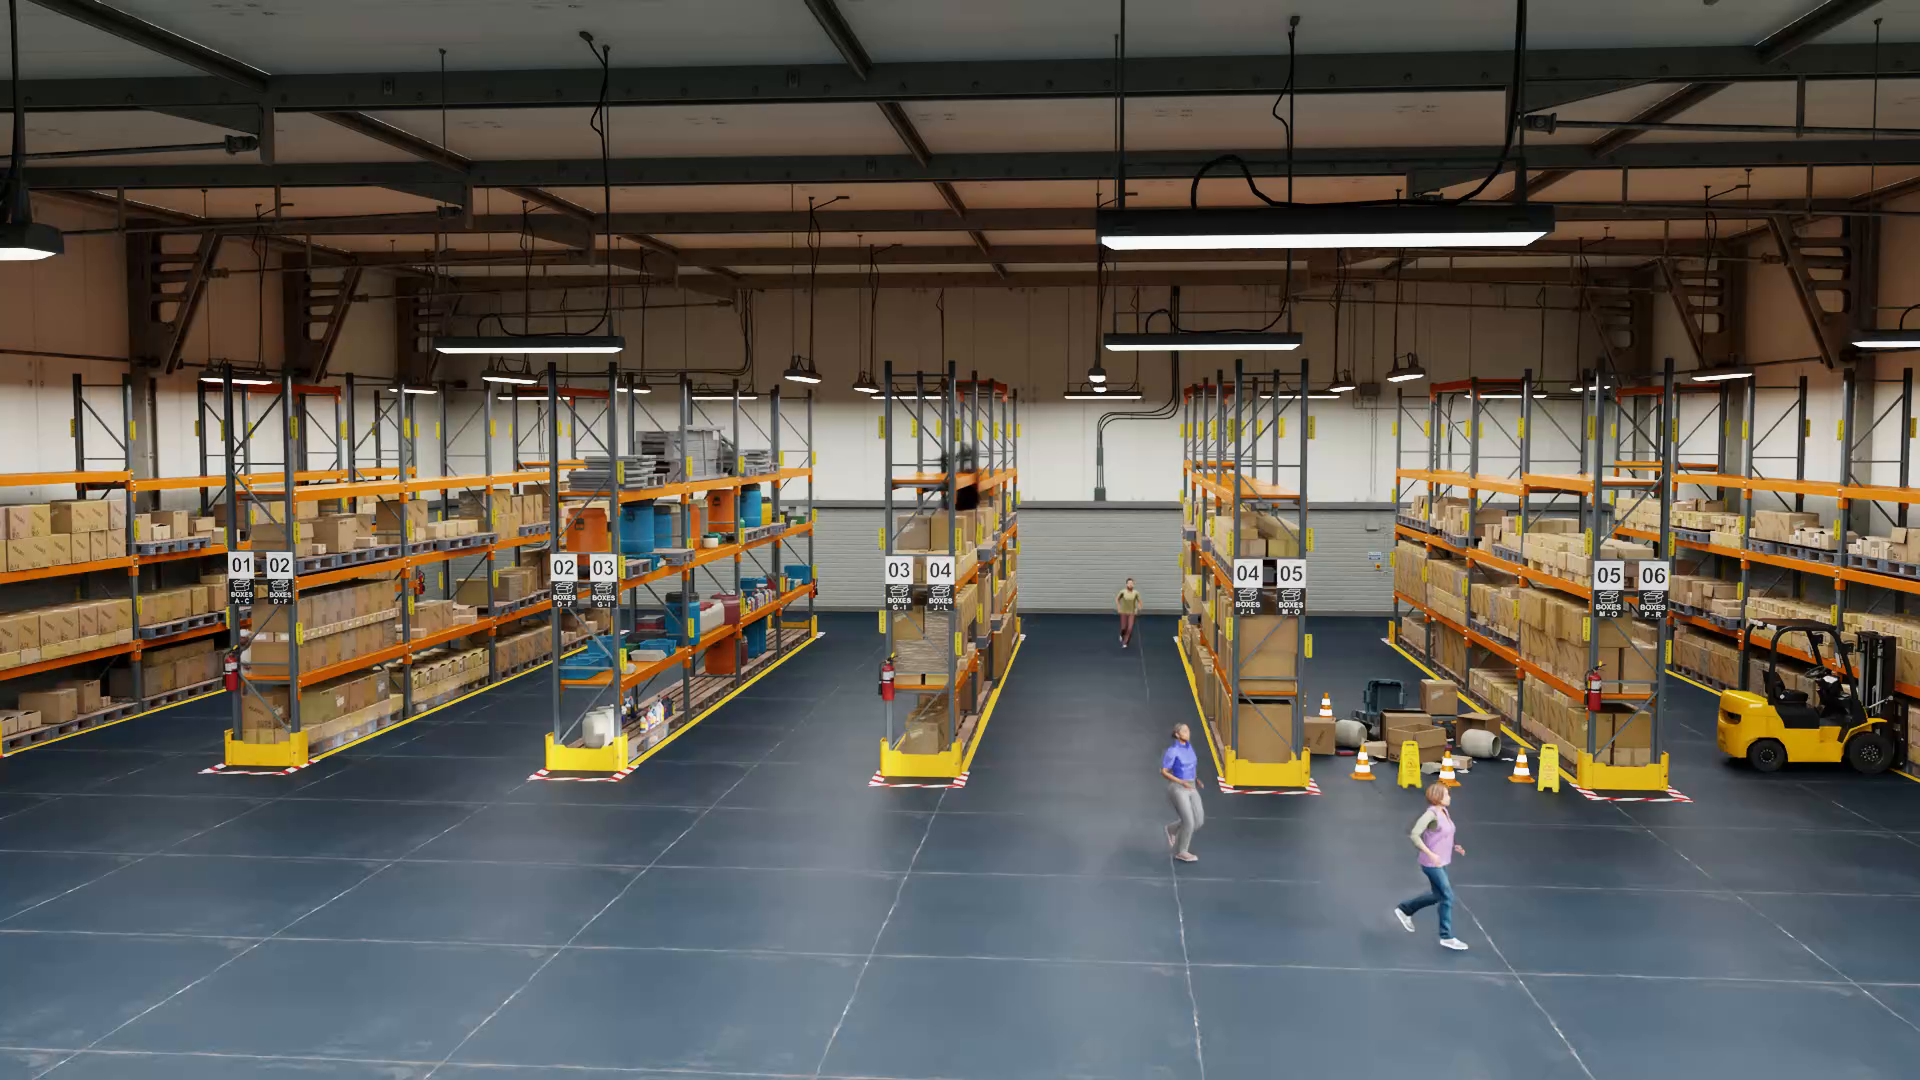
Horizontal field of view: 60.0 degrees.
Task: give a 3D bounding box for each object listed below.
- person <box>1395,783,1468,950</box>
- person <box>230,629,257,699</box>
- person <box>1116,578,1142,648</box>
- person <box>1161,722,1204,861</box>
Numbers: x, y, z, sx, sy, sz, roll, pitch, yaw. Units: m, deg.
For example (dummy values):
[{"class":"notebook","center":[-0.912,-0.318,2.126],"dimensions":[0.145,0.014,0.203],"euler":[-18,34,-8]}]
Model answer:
[{"class":"person","center":[4.578,3.144,16.158],"dimensions":[0.750,1.586,0.558],"euler":[3,5,34]},{"class":"person","center":[-11.615,2.313,27.034],"dimensions":[0.701,1.750,0.981],"euler":[0,4,3]},{"class":"person","center":[3.895,1.681,38.360],"dimensions":[0.595,1.612,0.574],"euler":[0,4,-2]},{"class":"person","center":[2.596,2.924,19.385],"dimensions":[0.544,1.603,0.573],"euler":[4,5,44]}]
